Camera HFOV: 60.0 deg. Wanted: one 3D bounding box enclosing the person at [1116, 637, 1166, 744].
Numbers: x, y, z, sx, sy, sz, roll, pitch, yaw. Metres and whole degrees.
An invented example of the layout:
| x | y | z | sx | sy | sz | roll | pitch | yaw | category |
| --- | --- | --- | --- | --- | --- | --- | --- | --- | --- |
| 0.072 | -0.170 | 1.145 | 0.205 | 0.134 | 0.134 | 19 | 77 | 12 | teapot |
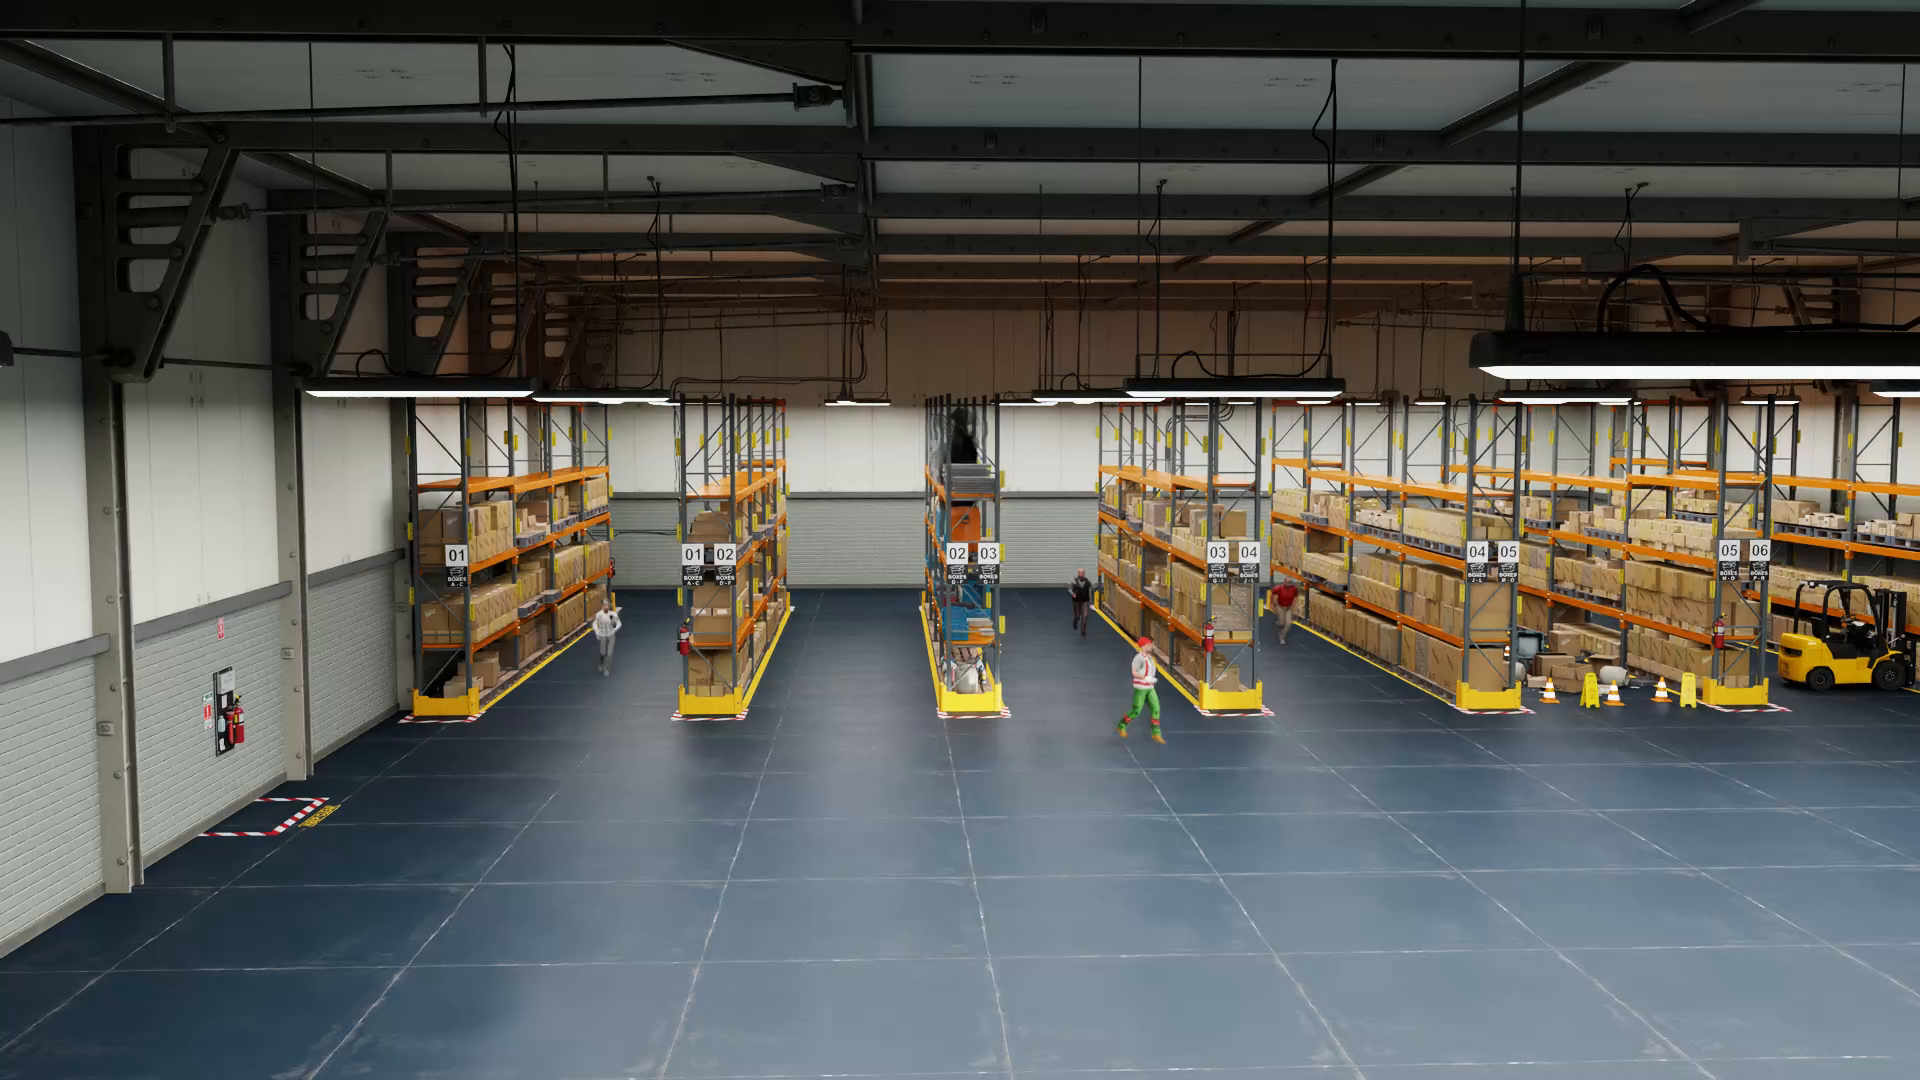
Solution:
| x | y | z | sx | sy | sz | roll | pitch | yaw | category |
| --- | --- | --- | --- | --- | --- | --- | --- | --- | --- |
| 3.171 | 2.525 | 28.564 | 0.928 | 1.719 | 0.698 | 3 | 6 | 37 | person |

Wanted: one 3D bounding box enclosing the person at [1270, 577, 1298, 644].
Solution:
| x | y | z | sx | sy | sz | roll | pitch | yaw | category |
| --- | --- | --- | --- | --- | --- | --- | --- | --- | --- |
| 7.907 | 1.715 | 40.557 | 0.655 | 1.660 | 0.761 | -1 | 5 | -11 | person |

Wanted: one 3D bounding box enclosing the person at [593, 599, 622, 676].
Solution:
| x | y | z | sx | sy | sz | roll | pitch | yaw | category |
| --- | --- | --- | --- | --- | --- | --- | --- | --- | --- |
| -7.568 | 2.081 | 35.681 | 0.604 | 1.668 | 0.566 | -1 | 5 | -10 | person |

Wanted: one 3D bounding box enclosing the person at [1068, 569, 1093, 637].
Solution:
| x | y | z | sx | sy | sz | roll | pitch | yaw | category |
| --- | --- | --- | --- | --- | --- | --- | --- | --- | --- |
| 3.045 | 1.561 | 41.990 | 0.650 | 1.699 | 0.876 | 0 | 5 | -6 | person |
